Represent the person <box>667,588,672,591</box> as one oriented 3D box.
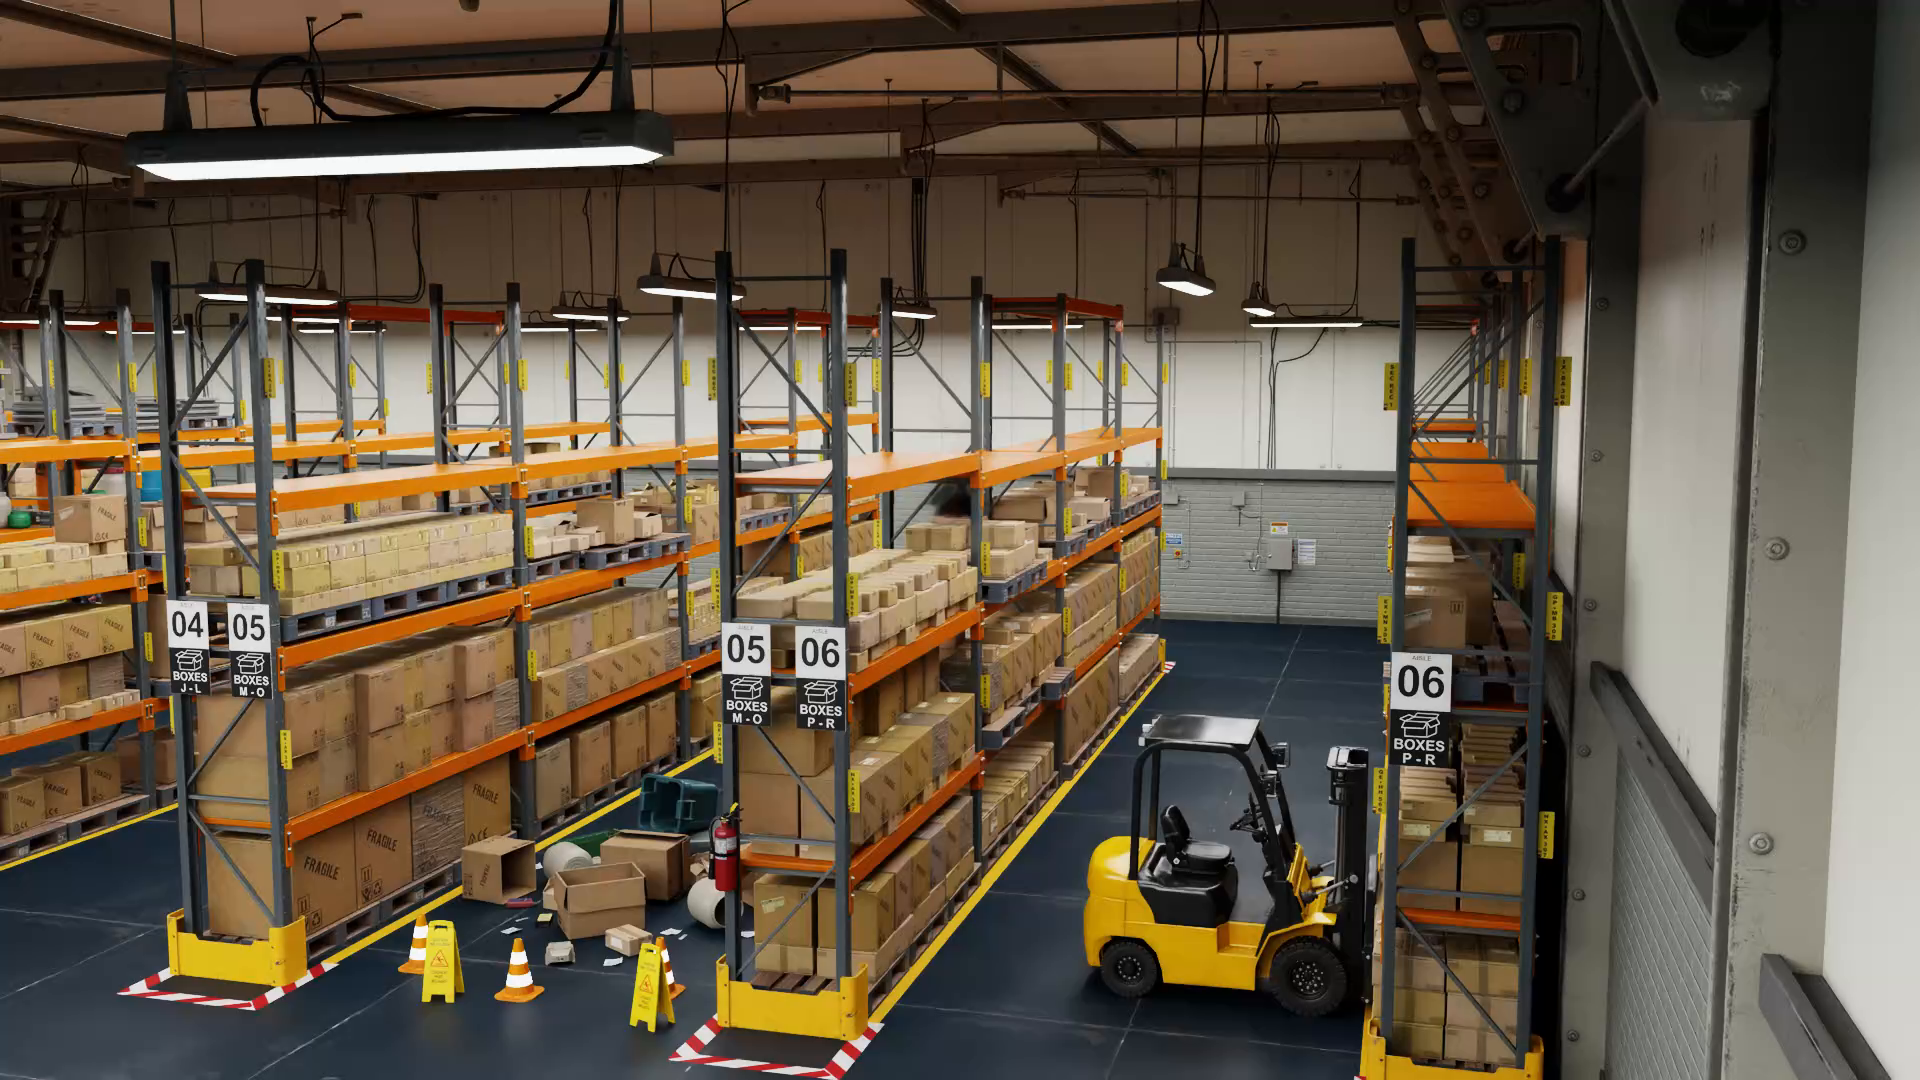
[{"bbox_3d":[-4.542,1.593,26.256,0.573,1.642,0.809,2,6,21],"label":"person"}]
